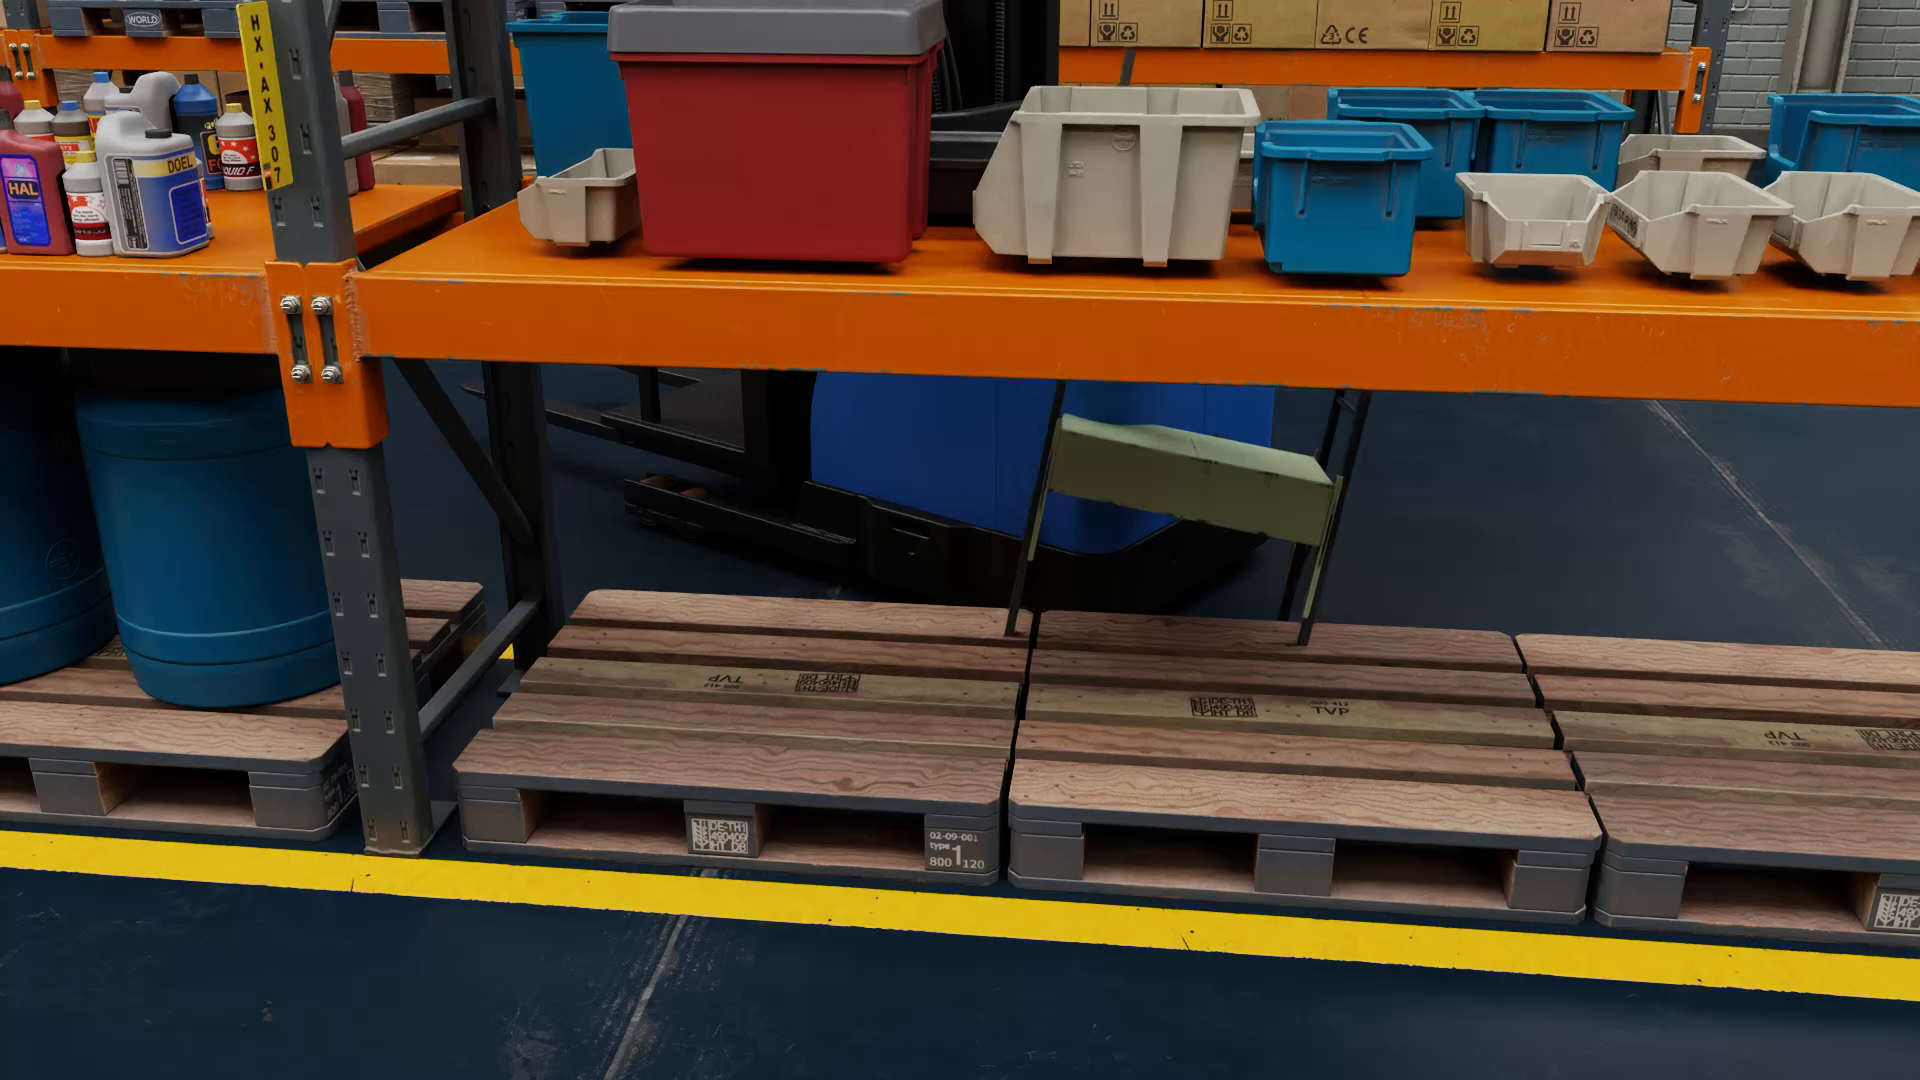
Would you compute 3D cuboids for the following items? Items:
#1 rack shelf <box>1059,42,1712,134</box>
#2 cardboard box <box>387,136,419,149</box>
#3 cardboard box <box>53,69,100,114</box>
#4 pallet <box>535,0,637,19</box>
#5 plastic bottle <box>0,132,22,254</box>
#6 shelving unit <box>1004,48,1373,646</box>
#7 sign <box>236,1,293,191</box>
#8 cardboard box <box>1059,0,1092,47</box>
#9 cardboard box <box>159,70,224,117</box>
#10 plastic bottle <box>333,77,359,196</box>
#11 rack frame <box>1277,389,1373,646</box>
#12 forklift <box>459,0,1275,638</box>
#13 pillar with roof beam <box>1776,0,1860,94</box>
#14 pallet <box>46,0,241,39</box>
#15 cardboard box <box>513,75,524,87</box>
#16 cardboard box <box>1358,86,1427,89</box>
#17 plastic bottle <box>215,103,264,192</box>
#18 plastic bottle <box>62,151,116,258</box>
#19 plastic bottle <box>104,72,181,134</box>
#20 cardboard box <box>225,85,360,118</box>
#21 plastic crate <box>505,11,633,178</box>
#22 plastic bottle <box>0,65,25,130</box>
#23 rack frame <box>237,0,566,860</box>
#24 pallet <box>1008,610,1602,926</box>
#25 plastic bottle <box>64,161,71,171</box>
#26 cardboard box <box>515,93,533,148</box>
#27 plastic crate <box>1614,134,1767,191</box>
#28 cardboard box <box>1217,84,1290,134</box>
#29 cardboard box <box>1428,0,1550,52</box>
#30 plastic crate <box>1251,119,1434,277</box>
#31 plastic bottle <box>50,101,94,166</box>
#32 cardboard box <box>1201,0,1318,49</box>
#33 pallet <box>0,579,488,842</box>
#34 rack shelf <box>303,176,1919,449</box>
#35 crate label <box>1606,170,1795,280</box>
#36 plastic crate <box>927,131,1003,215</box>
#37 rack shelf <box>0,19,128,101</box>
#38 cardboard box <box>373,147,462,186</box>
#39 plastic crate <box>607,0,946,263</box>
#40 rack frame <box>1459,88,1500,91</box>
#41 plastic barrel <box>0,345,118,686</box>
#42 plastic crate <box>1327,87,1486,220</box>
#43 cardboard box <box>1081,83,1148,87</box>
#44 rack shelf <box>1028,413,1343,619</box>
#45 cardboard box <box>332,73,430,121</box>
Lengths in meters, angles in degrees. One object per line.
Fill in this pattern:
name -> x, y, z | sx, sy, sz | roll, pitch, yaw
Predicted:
rack shelf -> 1.379, -2.264, 8.065 | 4.000, 0.370, 1.077 | 2, 22, 6
cardboard box -> -3.109, -1.923, 9.025 | 0.500, 0.500, 0.500 | 2, 22, 4
cardboard box -> -7.239, -3.856, 13.916 | 0.500, 0.500, 0.700 | 3, 22, 8
pallet -> -1.388, -2.670, 8.375 | 1.213, 0.211, 1.003 | 2, 22, 6
plastic bottle -> -1.986, -0.734, 3.385 | 0.135, 0.276, 0.152 | 2, 22, 6
shelving unit -> 0.634, -0.408, 4.263 | 0.755, 1.500, 0.431 | 12, 14, 2
sign -> -1.260, -0.805, 3.019 | 0.005, 0.325, 0.100 | 2, 22, 6
cardboard box -> 0.376, -2.589, 7.773 | 0.500, 0.500, 0.500 | 3, 22, 7
cardboard box -> -6.219, -3.815, 13.812 | 0.500, 0.500, 0.700 | 3, 22, 7
plastic bottle -> -1.545, -0.989, 3.929 | 0.185, 0.351, 0.144 | 2, 22, 6
rack frame -> 0.993, -0.333, 4.252 | 0.023, 1.500, 0.400 | 12, 14, 2
forklift -> -0.500, -1.503, 5.256 | 3.031, 2.935, 1.130 | 16, 26, 34
pillar with roof beam -> 6.221, -5.738, 7.714 | 0.400, 9.000, 9.100 | 2, 22, 6
pallet -> -3.898, -2.765, 8.615 | 1.003, 0.211, 1.213 | 2, 22, 6
cardboard box -> -3.285, -3.783, 13.281 | 0.750, 0.750, 0.750 | 2, 22, 6
cardboard box -> 3.237, -3.347, 12.656 | 0.500, 0.500, 0.700 | 2, 22, 6
plastic bottle -> -1.757, -0.960, 4.059 | 0.097, 0.201, 0.097 | 0, 22, 0
plastic bottle -> -1.742, -0.678, 3.346 | 0.097, 0.201, 0.097 | 0, 22, 0
plastic bottle -> -1.972, -0.994, 4.043 | 0.135, 0.276, 0.152 | 2, 22, 6
cardboard box -> -3.567, -2.293, 8.942 | 0.500, 0.250, 0.500 | 3, 22, 8
plastic crate -> -0.690, -1.002, 3.833 | 0.575, 0.384, 0.392 | 2, 22, 6
plastic bottle -> -2.390, -1.033, 4.130 | 0.133, 0.283, 0.061 | 2, 22, 6
rack frame -> -1.194, -0.877, 3.578 | 0.127, 3.000, 1.000 | 2, 22, 6
pallet -> 0.756, 0.490, 3.914 | 1.213, 0.211, 1.003 | 2, 22, 6
plastic bottle -> -1.867, -0.706, 3.417 | 0.097, 0.201, 0.097 | 0, 22, 0
cardboard box -> -2.052, -2.229, 8.780 | 0.500, 0.250, 0.500 | 3, 22, 6
plastic crate -> 1.589, -0.813, 3.694 | 0.298, 0.136, 0.250 | 2, 22, 6
cardboard box -> 2.241, -3.390, 12.765 | 0.500, 0.500, 0.700 | 2, 22, 5
cardboard box -> 2.373, -2.500, 7.547 | 0.500, 0.500, 0.500 | 3, 22, 7
plastic crate -> 0.709, -0.649, 3.147 | 0.300, 0.233, 0.416 | 2, 22, 6
plastic bottle -> -2.181, -0.979, 4.105 | 0.097, 0.201, 0.097 | 0, 22, 0
cardboard box -> 1.377, -2.545, 7.662 | 0.500, 0.500, 0.500 | 2, 22, 6
pallet -> -1.955, 0.371, 4.213 | 1.213, 0.211, 1.003 | 2, 22, 6
rack shelf -> 0.792, -0.456, 3.491 | 4.000, 0.370, 1.077 | 2, 22, 6
crate label -> 1.382, -0.599, 3.152 | 0.243, 0.136, 0.396 | 2, 22, 6
plastic crate -> -0.051, -0.826, 3.743 | 0.590, 0.125, 0.437 | 2, 22, 6
rack shelf -> -6.566, -2.610, 8.940 | 4.000, 0.370, 1.077 | 2, 22, 6
cardboard box -> -2.624, -1.711, 8.490 | 0.500, 0.500, 0.500 | 2, 22, 4
plastic crate -> -0.337, -0.804, 3.225 | 0.583, 0.464, 0.402 | 2, 22, 6
rack frame -> 3.944, -4.321, 12.289 | 0.127, 3.000, 1.000 | 2, 22, 6
plastic barrel -> -2.435, -0.157, 4.039 | 0.708, 0.901, 0.600 | 2, 22, 6
plastic crate -> 0.966, -0.855, 3.668 | 0.300, 0.233, 0.416 | 2, 22, 6
cardboard box -> 1.201, -3.434, 12.874 | 0.500, 0.500, 0.700 | 2, 22, 6
rack shelf -> 0.572, -0.097, 4.340 | 0.720, 0.370, 0.431 | 12, 14, 2
cardboard box -> -4.721, -3.721, 13.574 | 0.500, 0.500, 0.700 | 3, 22, 7
